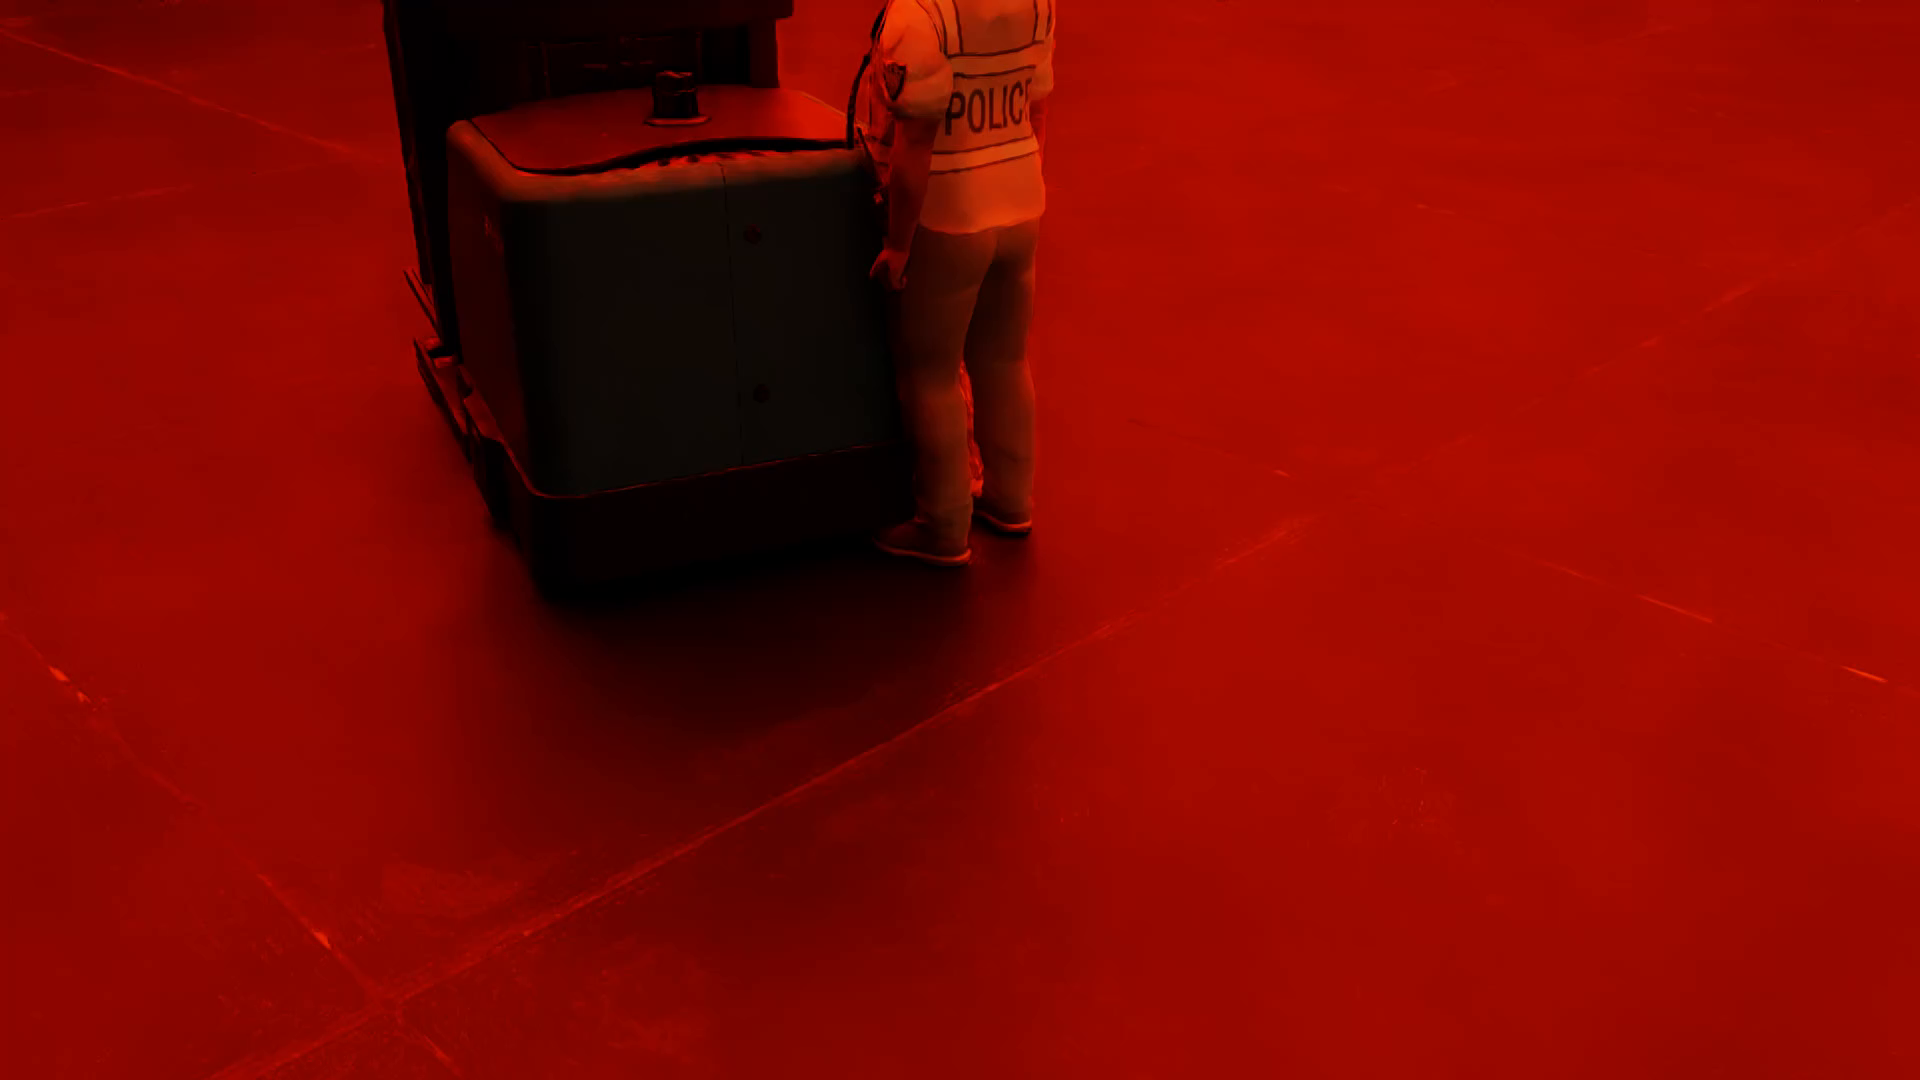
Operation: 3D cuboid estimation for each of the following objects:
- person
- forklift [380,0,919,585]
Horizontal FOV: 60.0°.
[{"bbox_3d":[-0.012,-0.797,4.164,0.523,1.768,0.396,-24,35,-39],"label":"person"},{"bbox_3d":[-1.184,-1.825,4.934,1.130,2.935,3.031,-12,28,-22],"label":"forklift"}]
